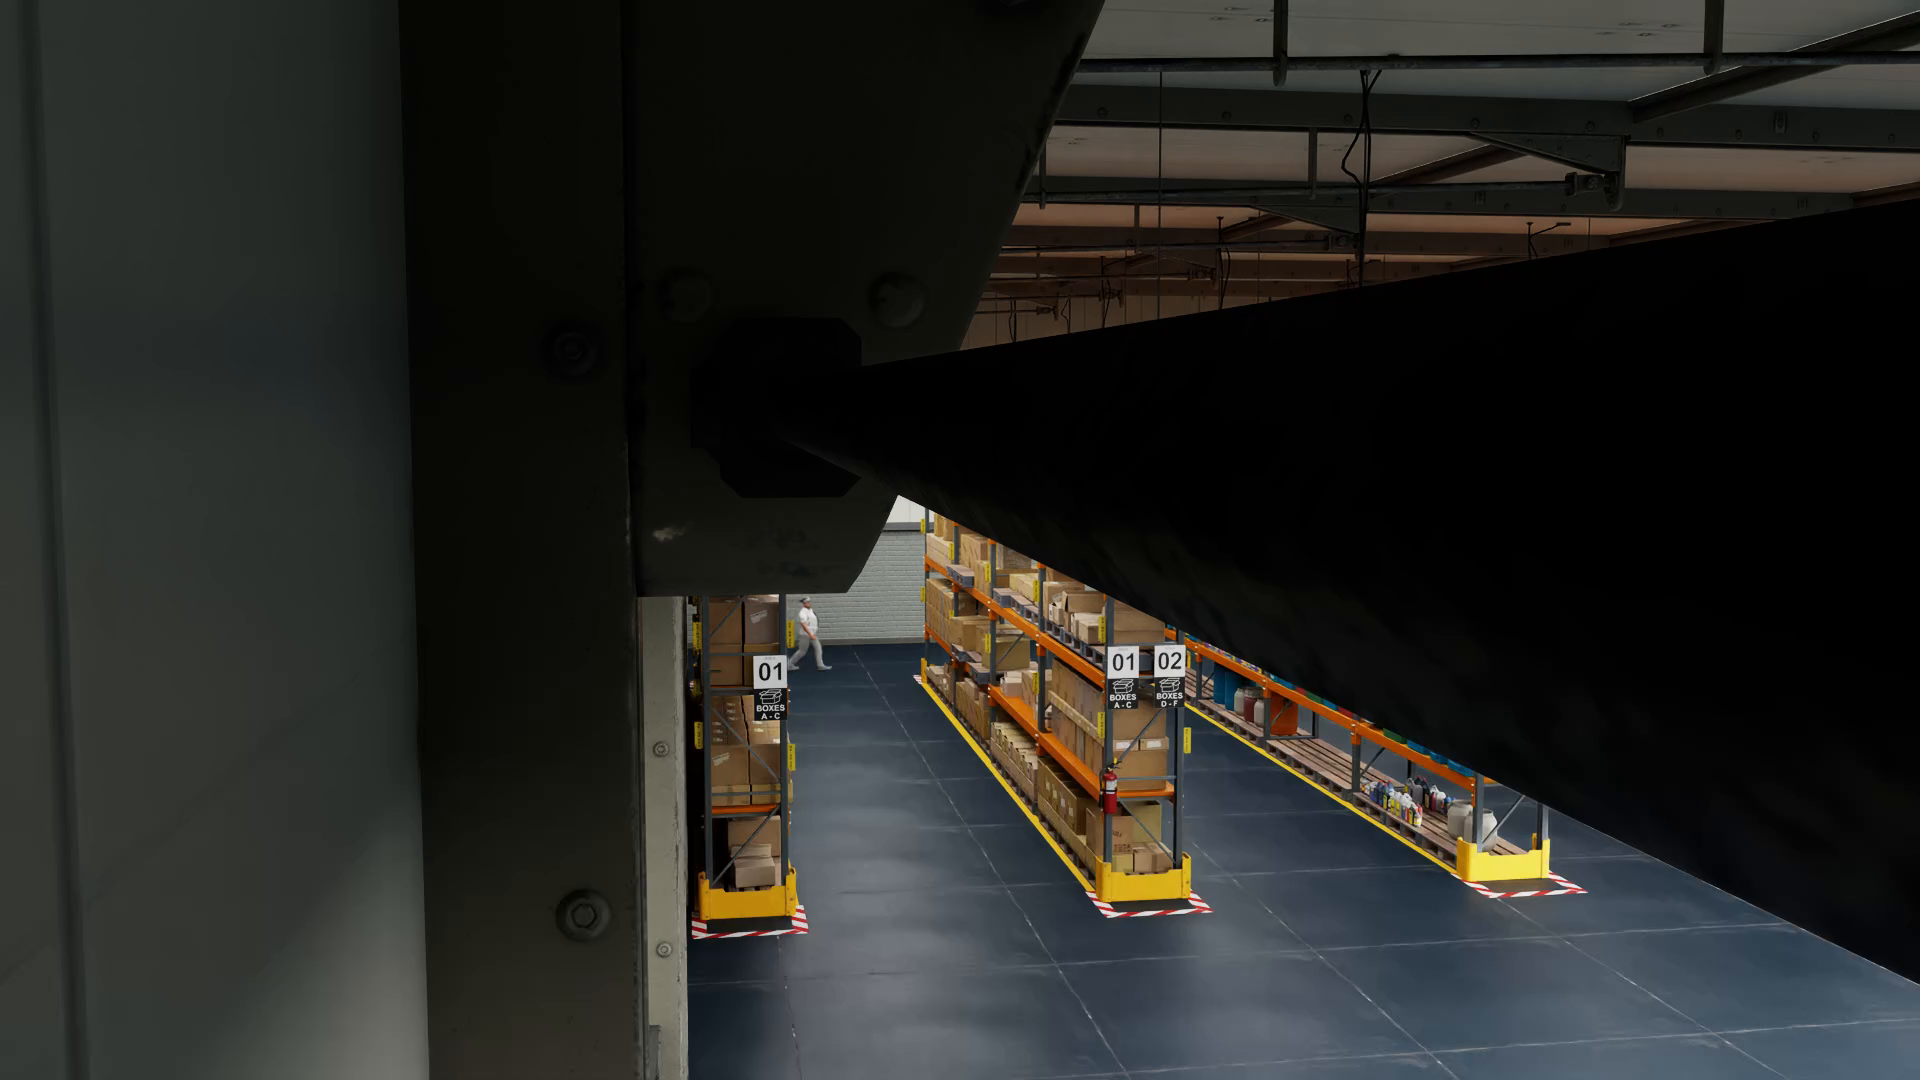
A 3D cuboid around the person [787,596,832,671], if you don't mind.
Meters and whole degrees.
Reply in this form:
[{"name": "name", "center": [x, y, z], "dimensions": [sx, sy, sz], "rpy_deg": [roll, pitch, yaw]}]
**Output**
[{"name": "person", "center": [-3.450, 2.138, 37.903], "dimensions": [1.028, 1.733, 0.612], "rpy_deg": [1, 5, 6]}]
